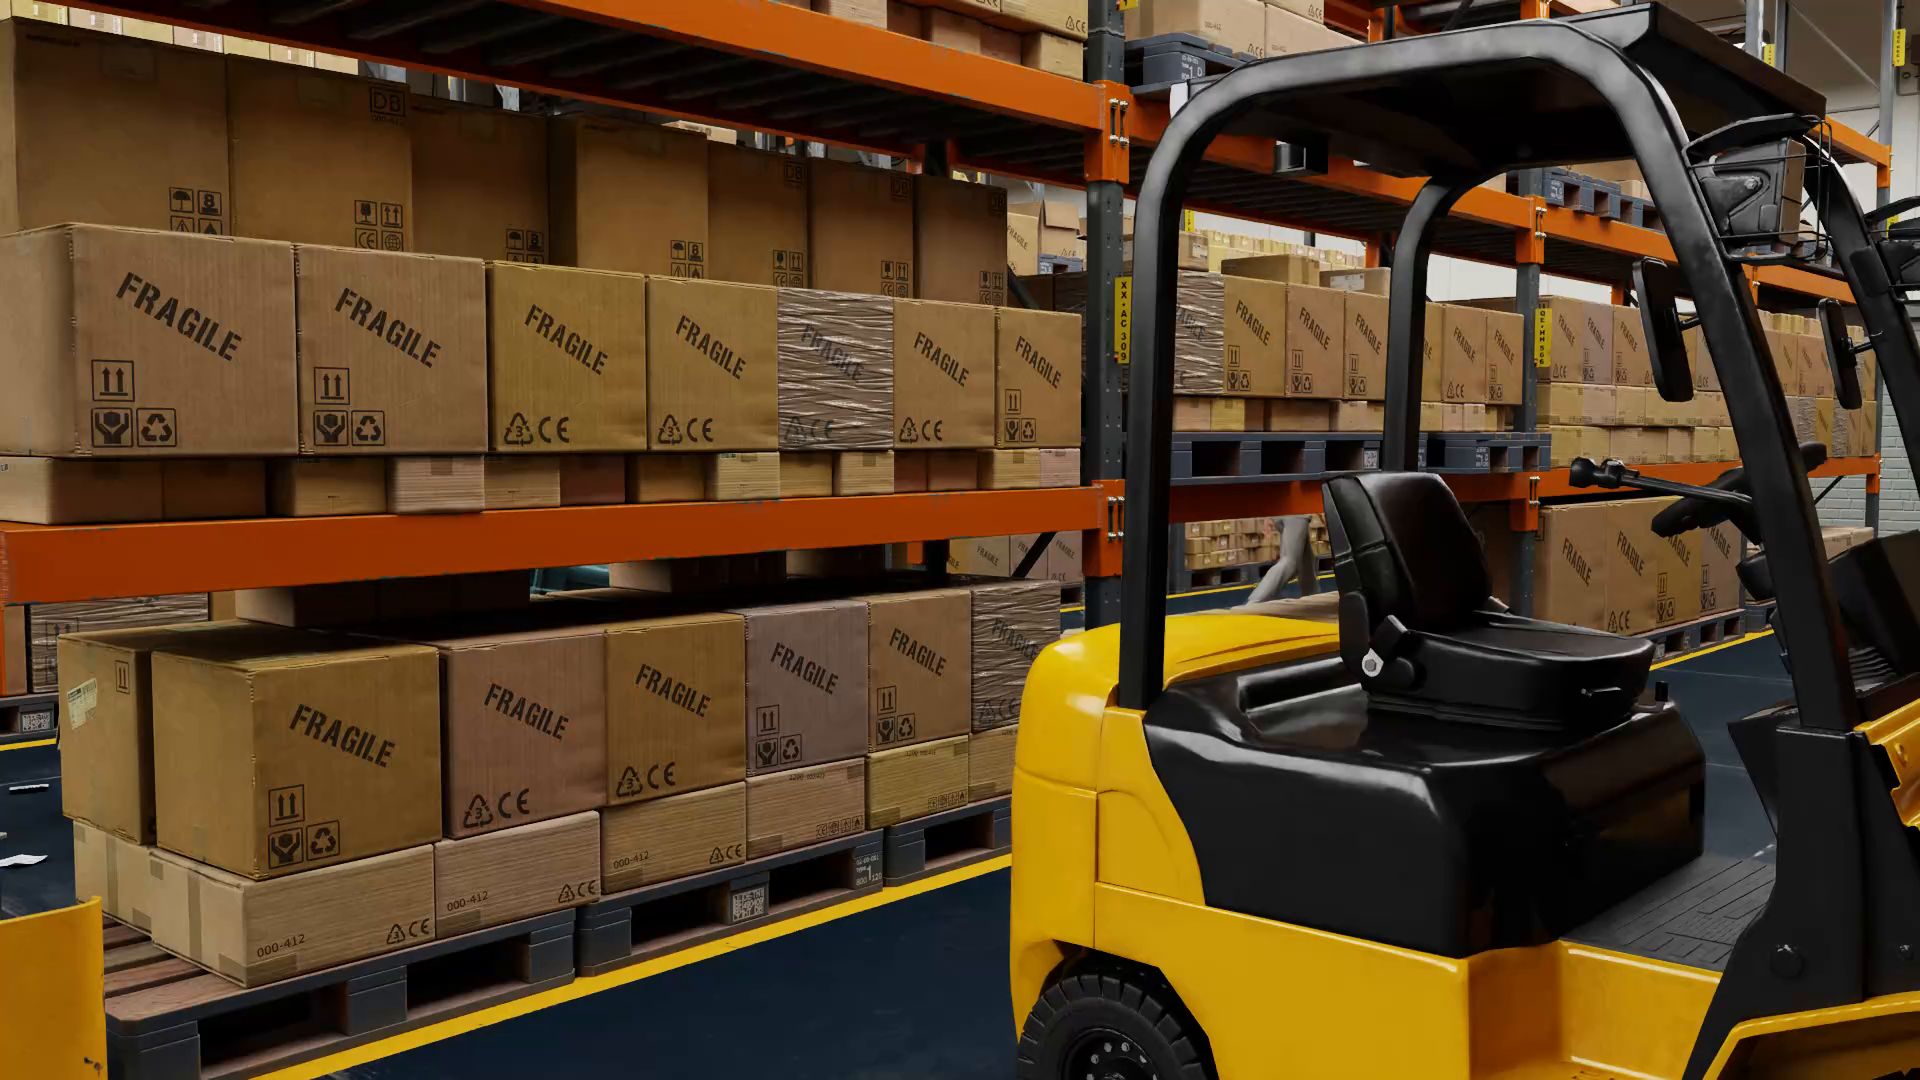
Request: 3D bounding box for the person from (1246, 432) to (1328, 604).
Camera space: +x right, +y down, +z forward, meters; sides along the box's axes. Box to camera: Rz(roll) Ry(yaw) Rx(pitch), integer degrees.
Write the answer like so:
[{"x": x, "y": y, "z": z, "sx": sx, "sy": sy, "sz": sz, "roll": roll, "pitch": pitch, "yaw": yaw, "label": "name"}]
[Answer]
[{"x": 2.626, "y": -0.164, "z": 13.083, "sx": 1.001, "sy": 1.621, "sz": 0.443, "roll": -2, "pitch": 4, "yaw": -27, "label": "person"}]
